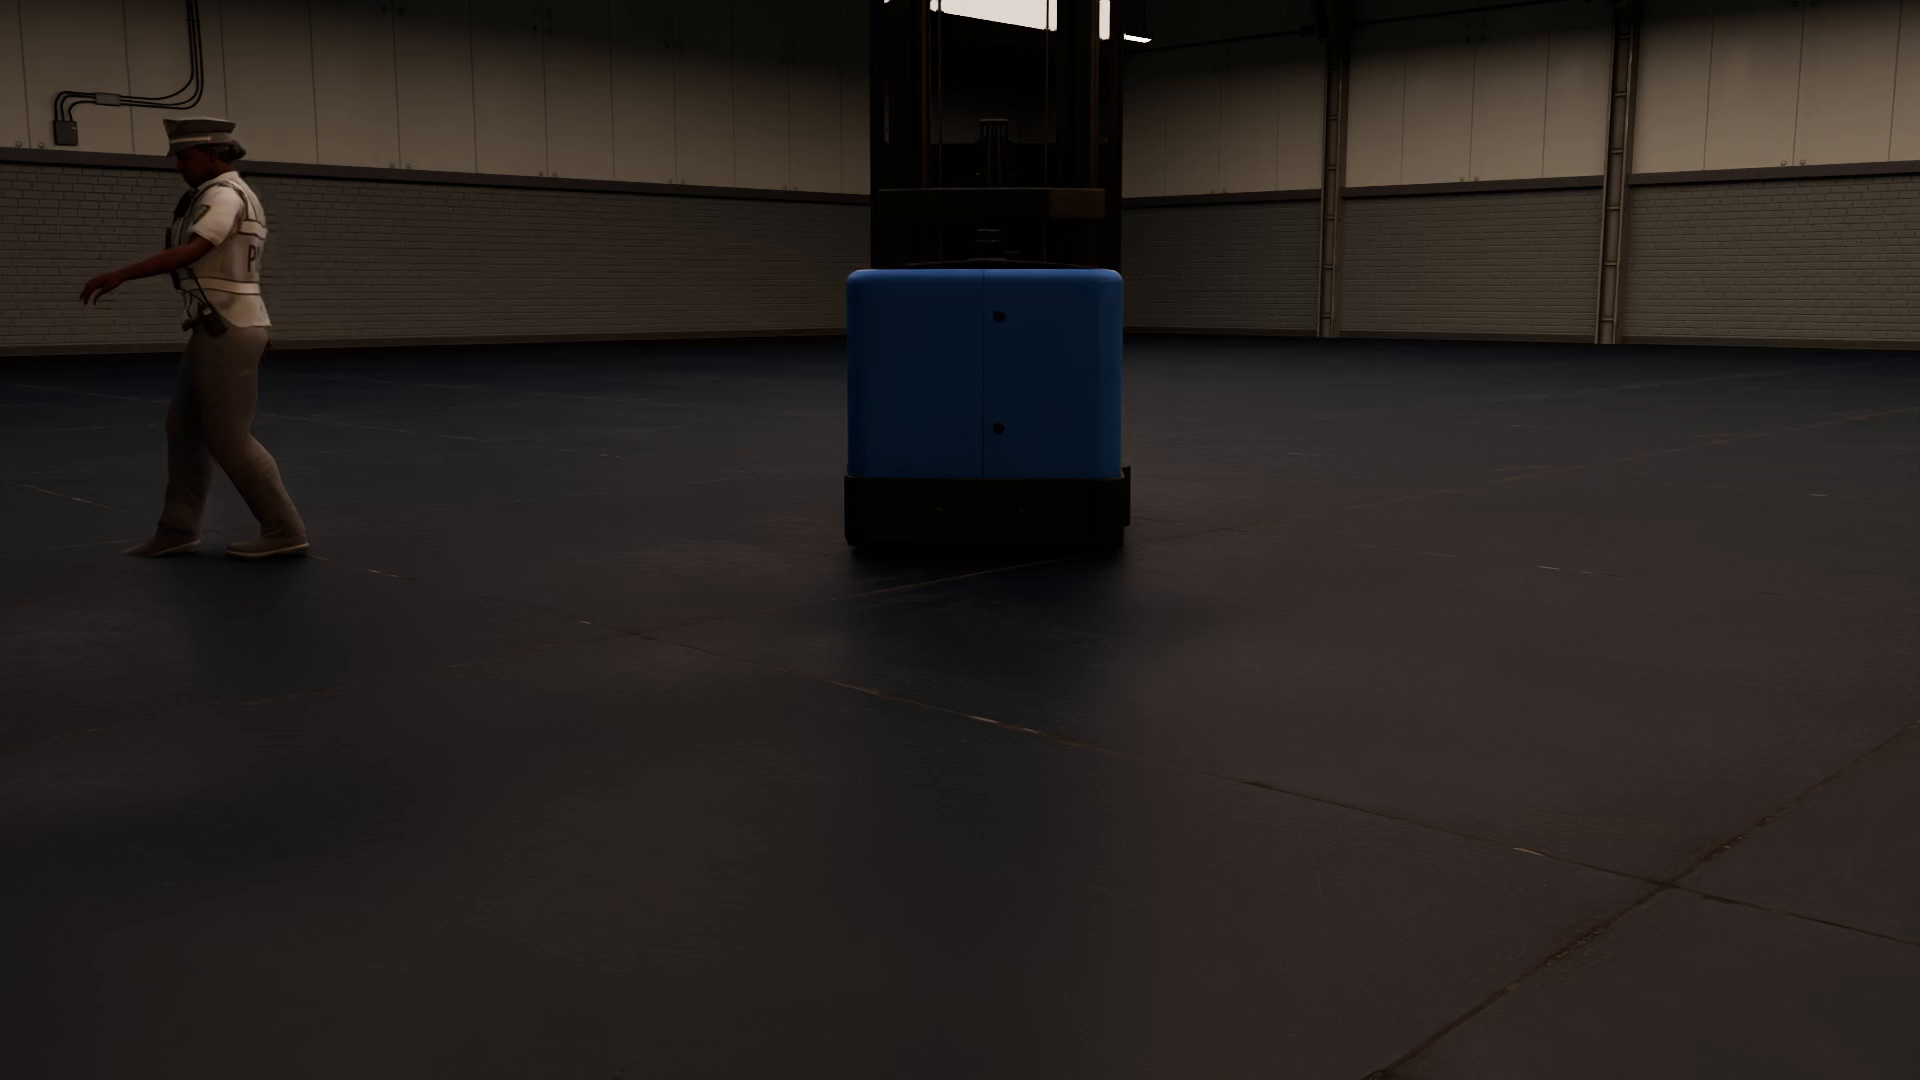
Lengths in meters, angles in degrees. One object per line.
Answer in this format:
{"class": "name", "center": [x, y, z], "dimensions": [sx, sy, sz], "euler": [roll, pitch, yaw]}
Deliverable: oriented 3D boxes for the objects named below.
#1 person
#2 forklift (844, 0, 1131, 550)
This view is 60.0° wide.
{"class": "person", "center": [-2.842, -0.735, 6.231], "dimensions": [0.689, 1.658, 0.912], "euler": [-3, 9, -17]}
{"class": "forklift", "center": [0.170, -1.591, 7.442], "dimensions": [1.130, 2.935, 3.031], "euler": [0, 9, 3]}
